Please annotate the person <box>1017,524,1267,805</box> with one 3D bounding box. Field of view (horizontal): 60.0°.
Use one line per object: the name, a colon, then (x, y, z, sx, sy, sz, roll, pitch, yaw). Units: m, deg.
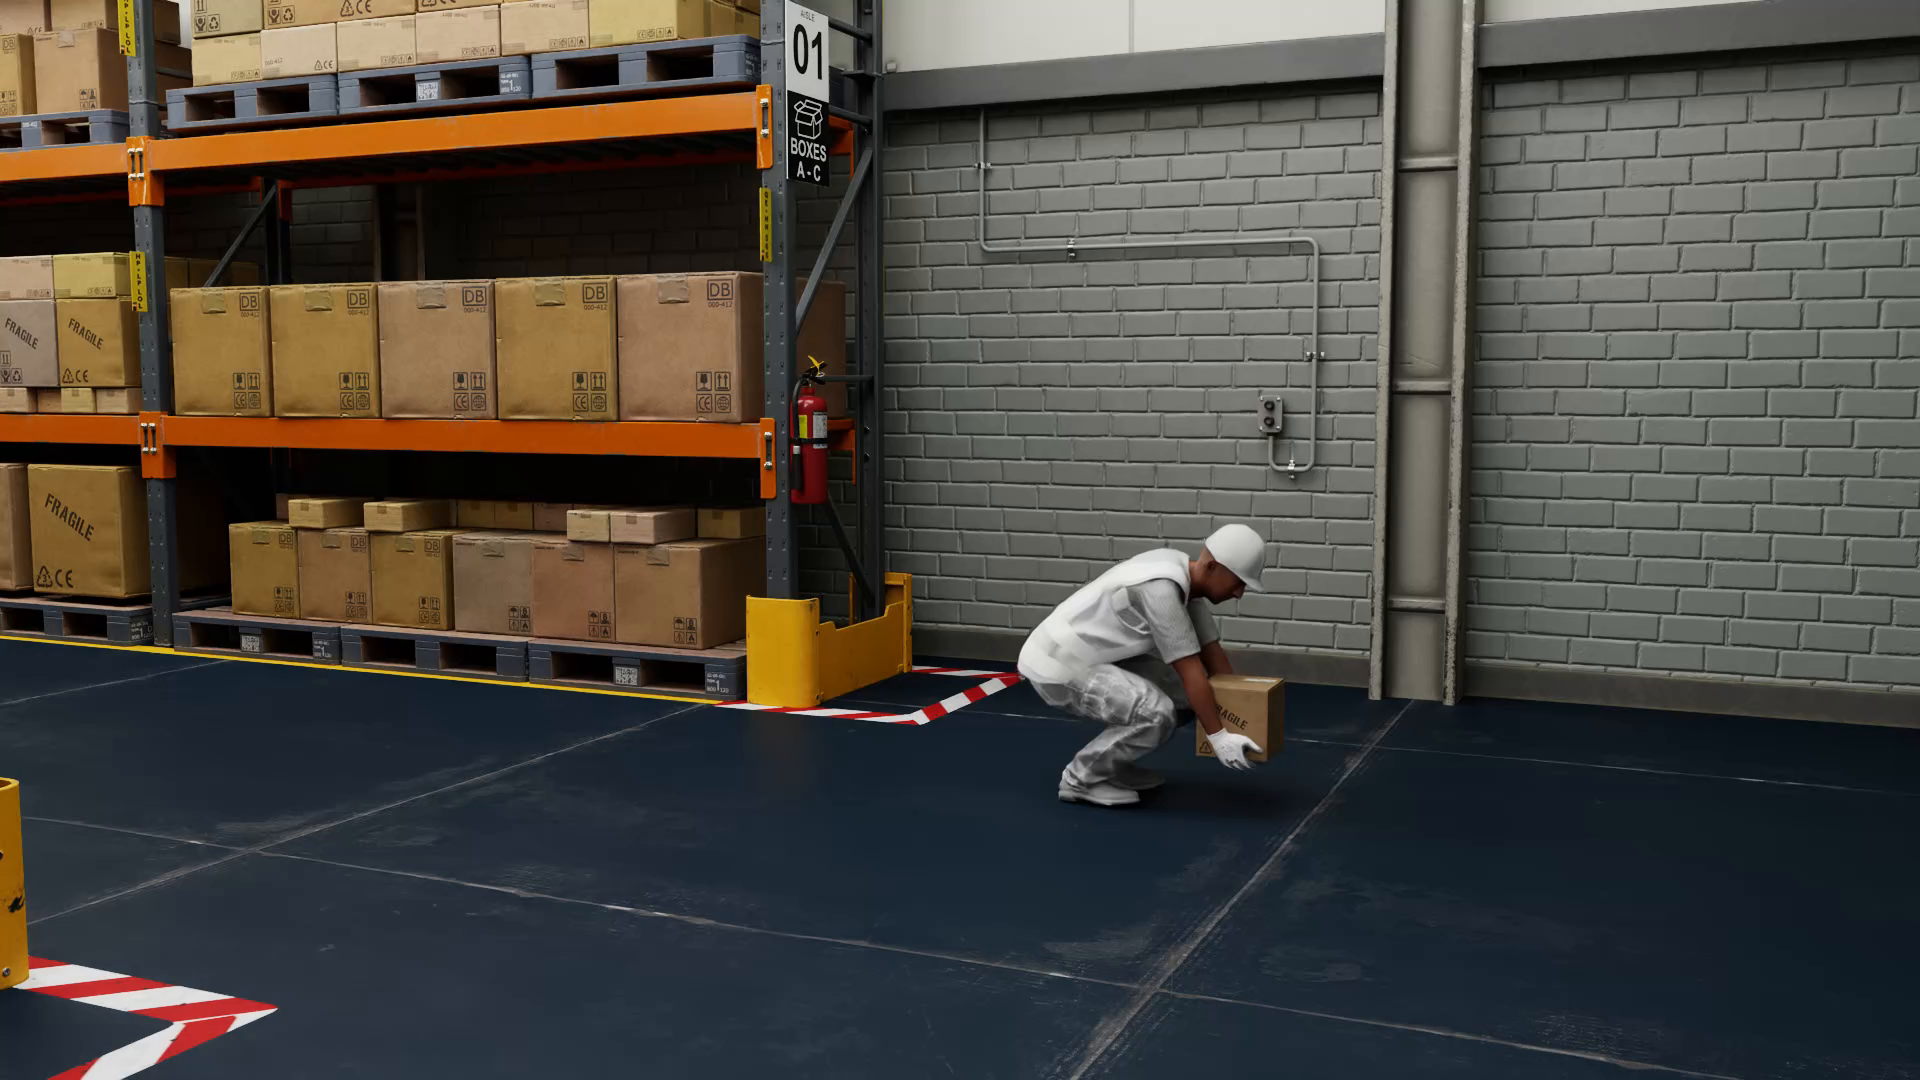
person: (0.682, 0.435, 5.970, 0.916, 1.004, 0.560, 2, 6, 22)
